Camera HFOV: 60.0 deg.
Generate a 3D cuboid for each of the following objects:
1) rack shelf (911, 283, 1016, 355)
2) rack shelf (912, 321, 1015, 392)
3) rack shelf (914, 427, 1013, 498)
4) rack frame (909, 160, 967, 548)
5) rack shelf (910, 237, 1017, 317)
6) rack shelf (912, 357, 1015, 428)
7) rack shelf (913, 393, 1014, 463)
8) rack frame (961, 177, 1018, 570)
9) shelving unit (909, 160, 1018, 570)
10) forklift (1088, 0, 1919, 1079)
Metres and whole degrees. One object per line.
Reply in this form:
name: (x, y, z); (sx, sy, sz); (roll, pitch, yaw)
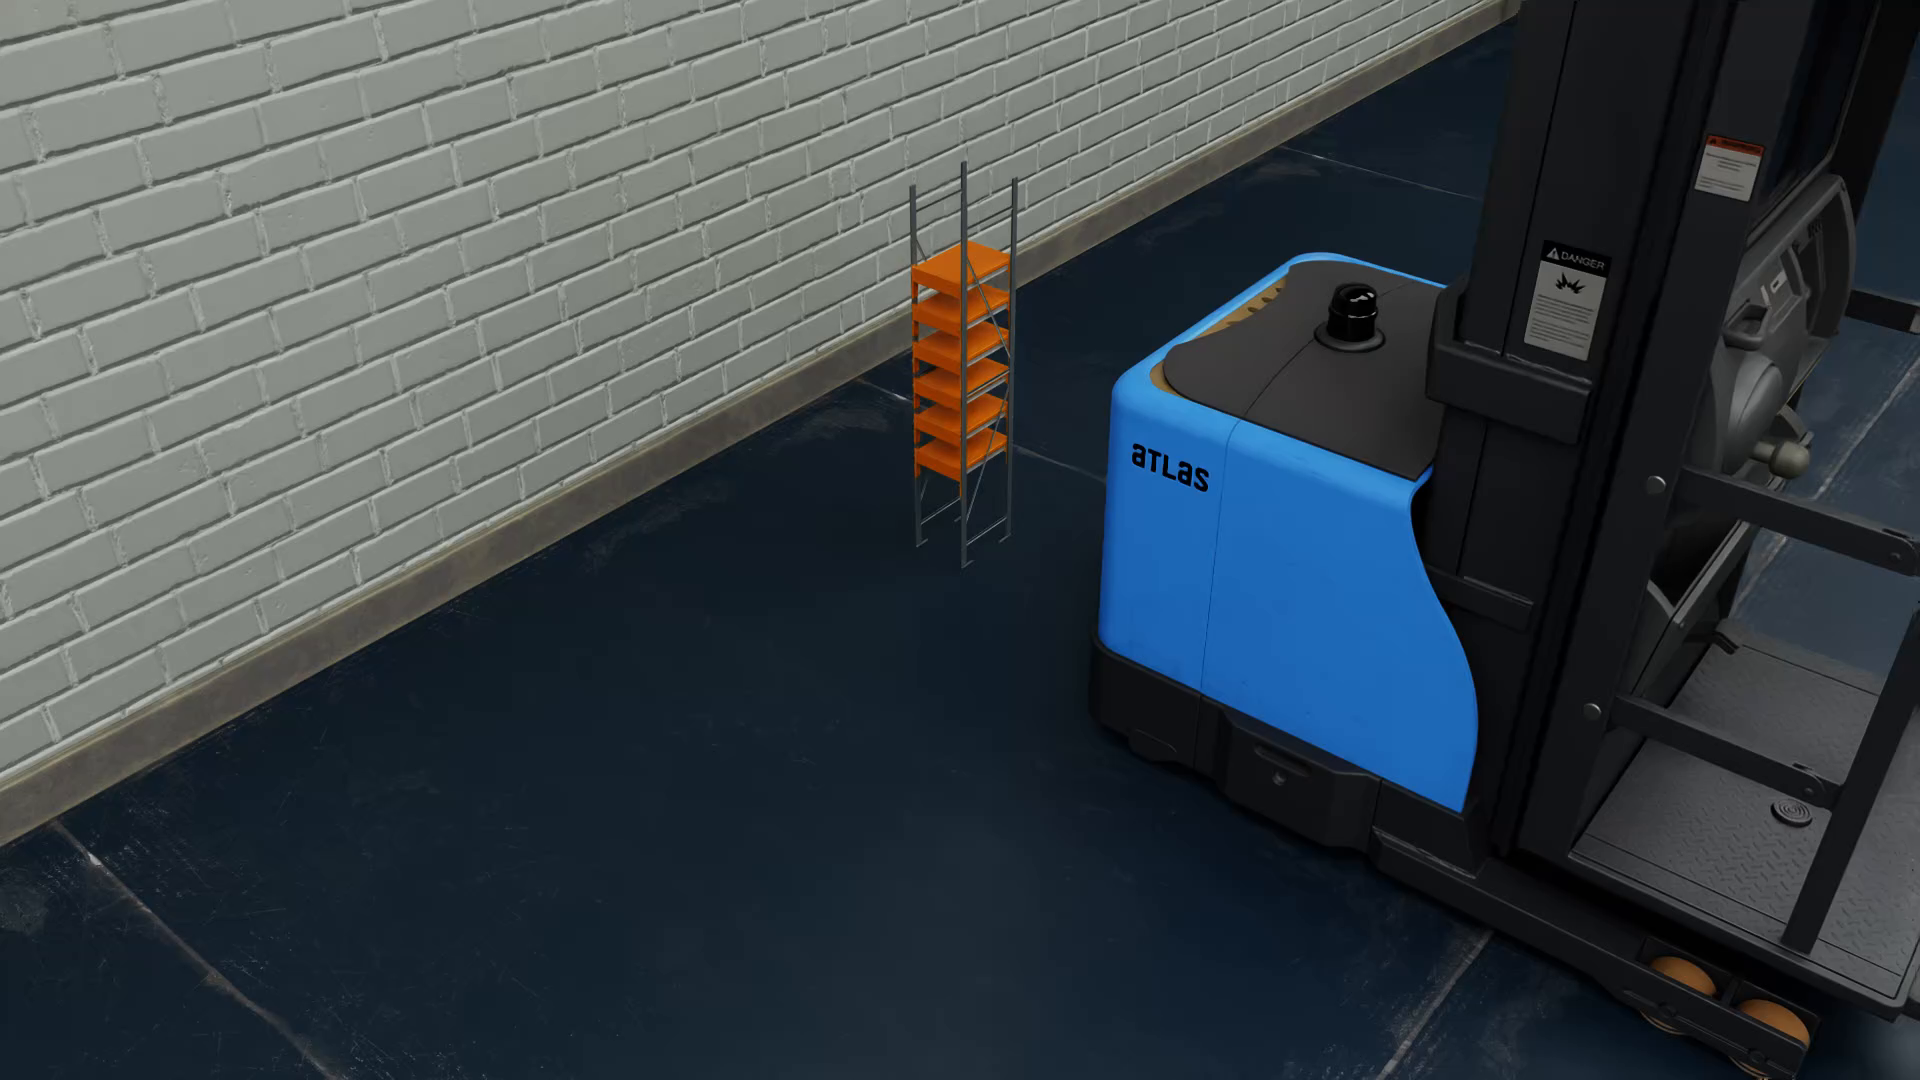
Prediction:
rack shelf: (0.011, -0.651, 4.792); (0.180, 0.103, 0.258); (25, 42, 32)
rack shelf: (0.011, -0.552, 4.860); (0.180, 0.103, 0.258); (25, 42, 32)
rack shelf: (0.011, -0.255, 5.064); (0.180, 0.103, 0.258); (25, 42, 32)
rack frame: (-0.059, -0.523, 4.951); (0.006, 1.200, 0.240); (25, 42, 32)
rack shelf: (0.011, -0.749, 4.724); (0.180, 0.103, 0.258); (25, 42, 32)
rack shelf: (0.011, -0.453, 4.928); (0.180, 0.103, 0.258); (25, 42, 32)
rack shelf: (0.011, -0.354, 4.996); (0.180, 0.103, 0.258); (25, 42, 32)
rack frame: (0.081, -0.456, 4.854); (0.006, 1.200, 0.240); (25, 42, 32)
shelving unit: (0.011, -0.489, 4.903); (0.189, 1.200, 0.258); (25, 42, 32)
forklift: (1.814, -0.395, 3.236); (3.031, 2.935, 1.130); (24, 41, 31)
